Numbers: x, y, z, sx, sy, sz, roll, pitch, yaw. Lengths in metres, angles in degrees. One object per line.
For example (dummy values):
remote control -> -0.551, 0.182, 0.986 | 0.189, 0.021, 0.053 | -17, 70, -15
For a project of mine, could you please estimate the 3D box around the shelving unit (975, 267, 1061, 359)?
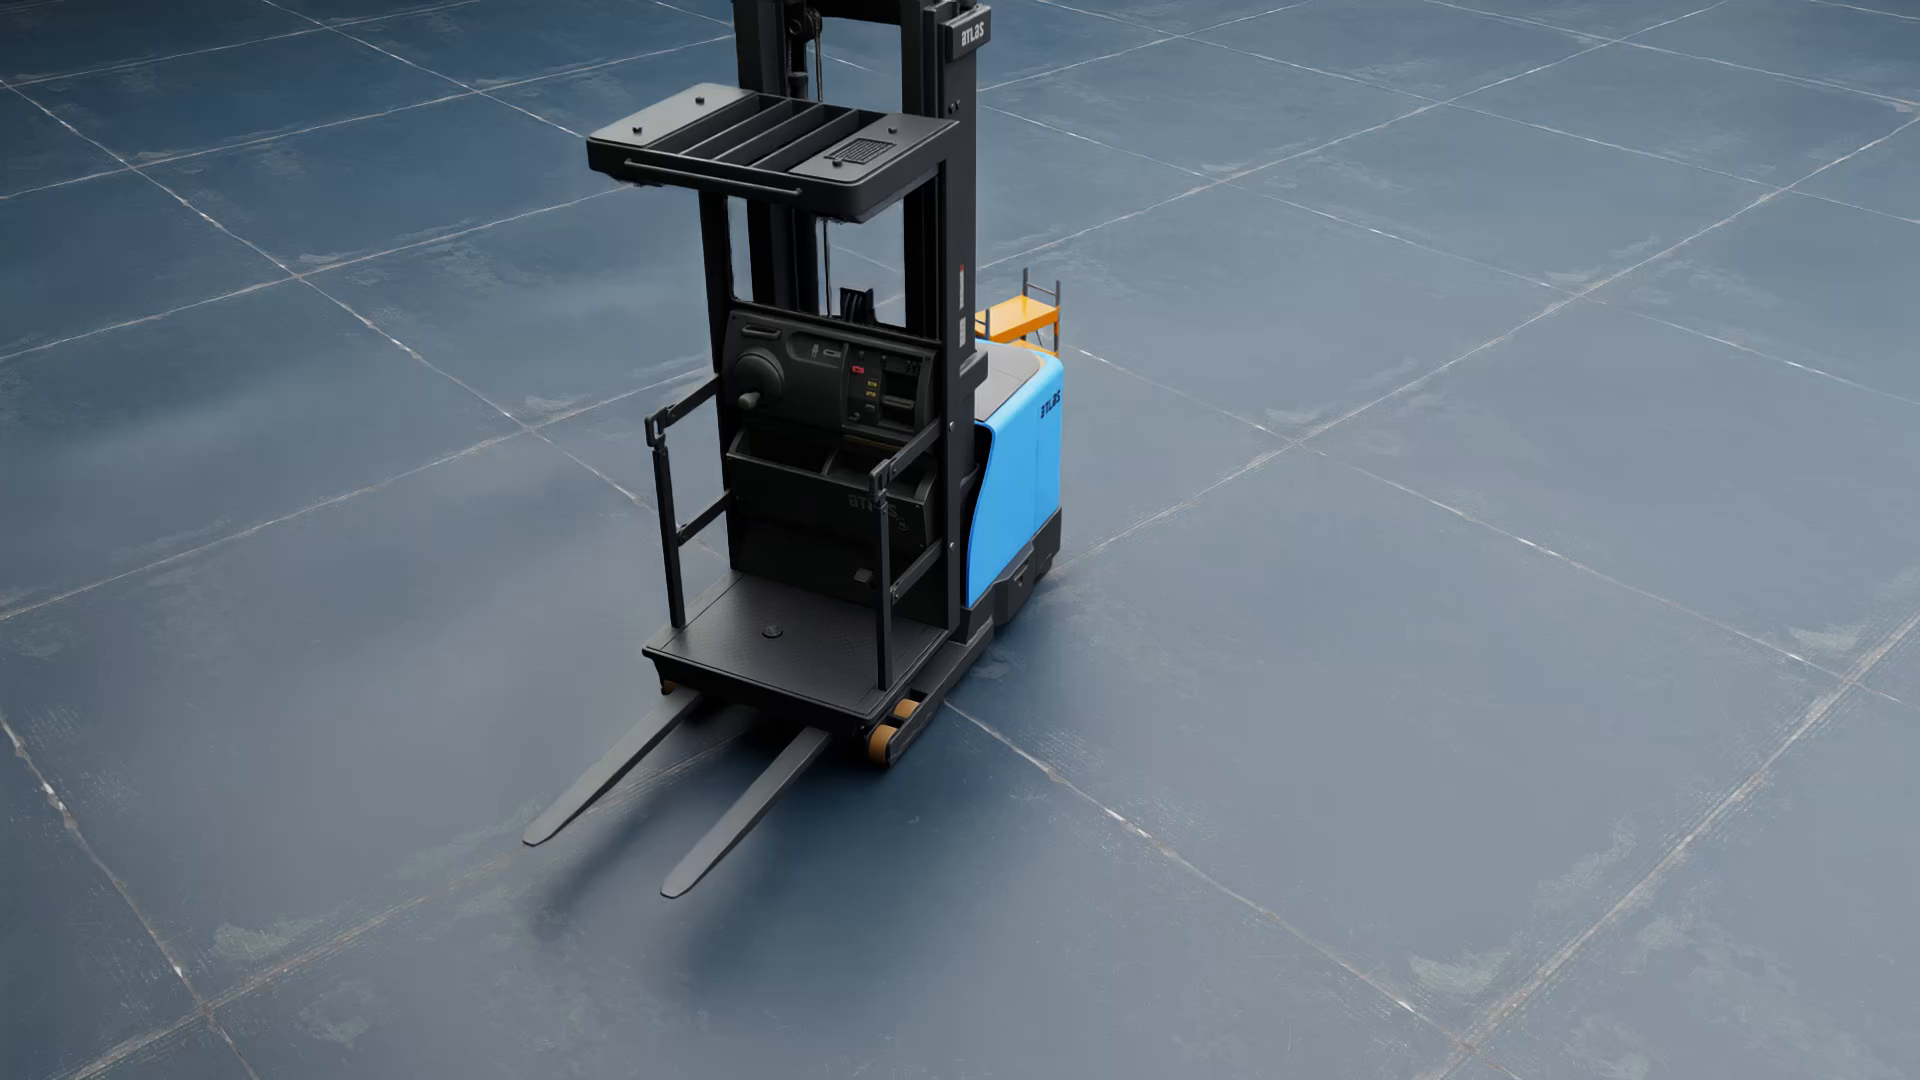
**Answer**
shelving unit -> 0.224, -0.690, 8.228 | 0.503, 1.200, 0.258 | -27, 41, -37

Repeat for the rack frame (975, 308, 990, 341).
rack frame -> 0.051, -0.600, 8.081 | 0.015, 1.200, 0.240 | -27, 41, -37

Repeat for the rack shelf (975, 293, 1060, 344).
rack shelf -> 0.224, -1.025, 8.023 | 0.480, 0.148, 0.258 | -27, 41, -37

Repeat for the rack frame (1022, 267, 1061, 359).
rack frame -> 0.397, -0.779, 8.375 | 0.015, 1.200, 0.240 | -27, 41, -37

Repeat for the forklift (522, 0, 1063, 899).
forklift -> -0.622, -0.598, 6.418 | 1.130, 2.935, 3.031 | 15, 34, 22

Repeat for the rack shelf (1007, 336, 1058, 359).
rack shelf -> 0.224, -0.823, 8.146 | 0.480, 0.148, 0.258 | -27, 41, -37
